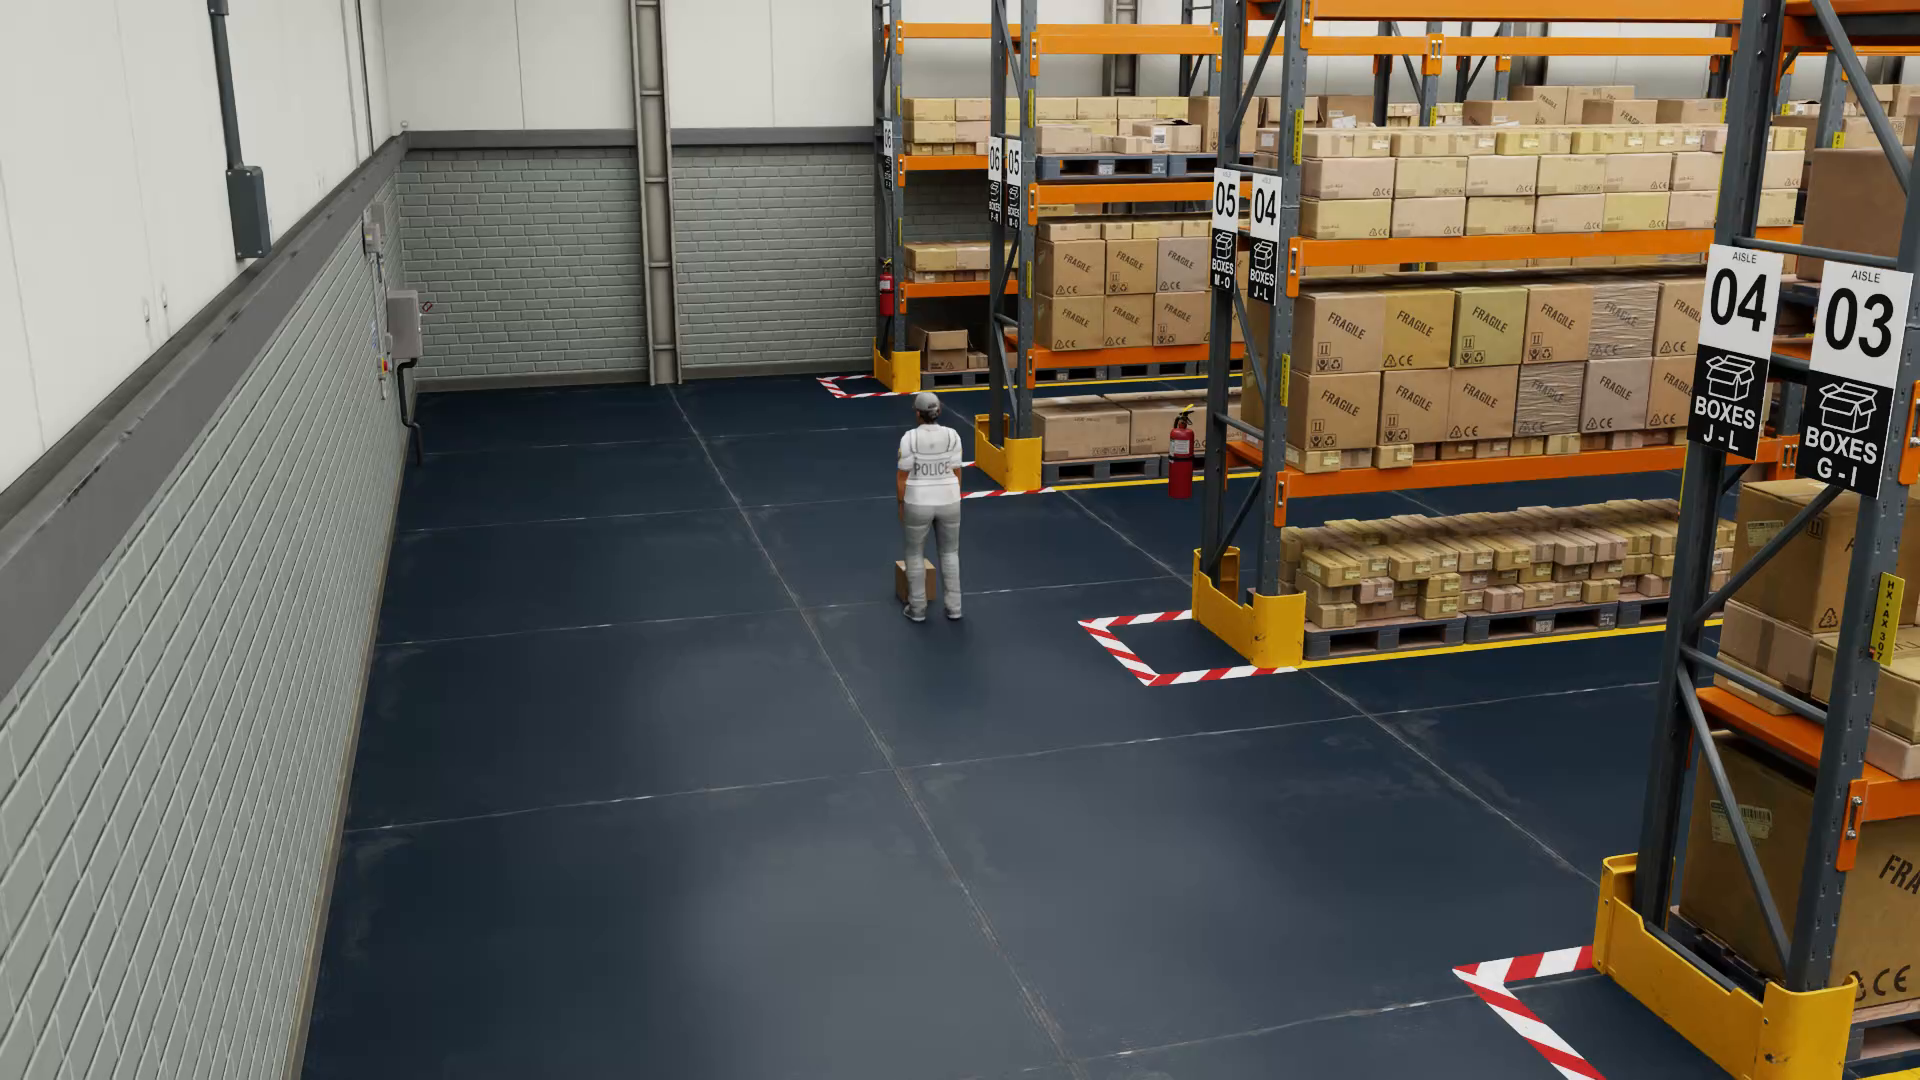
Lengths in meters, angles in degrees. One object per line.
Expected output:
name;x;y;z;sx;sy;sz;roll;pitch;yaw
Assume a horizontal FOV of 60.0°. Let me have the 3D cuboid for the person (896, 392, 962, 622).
person;-0.228;-0.238;11.881;0.469;1.664;0.390;-4;17;-14
